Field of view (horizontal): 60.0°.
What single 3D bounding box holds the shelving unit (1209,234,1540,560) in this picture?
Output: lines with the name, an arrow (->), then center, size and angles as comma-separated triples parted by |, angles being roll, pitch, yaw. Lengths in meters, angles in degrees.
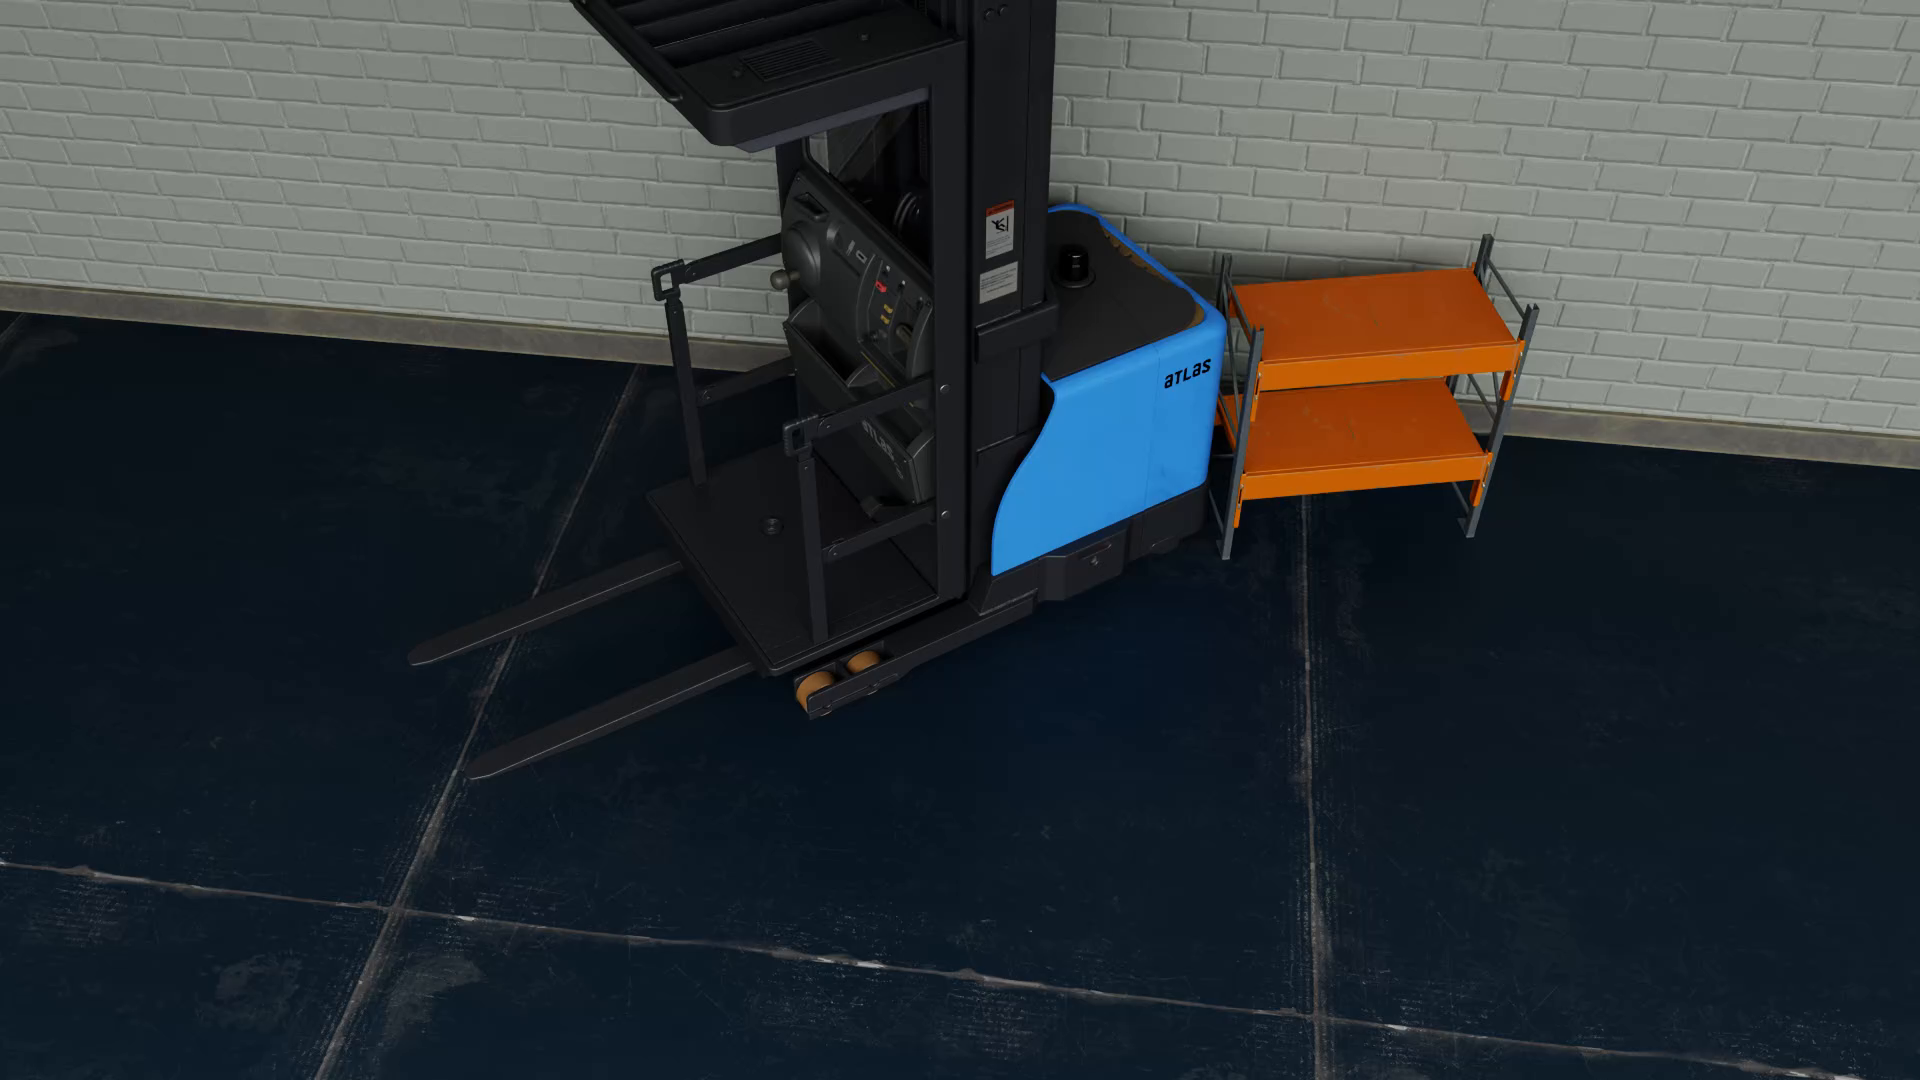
shelving unit -> 1.538, -0.545, 6.507 | 1.048, 1.125, 0.538 | -5, 44, -5

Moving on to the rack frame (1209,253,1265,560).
rack frame -> 1.034, -0.500, 6.460 | 0.032, 1.125, 0.500 | -5, 44, -5

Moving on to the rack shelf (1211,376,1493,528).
rack shelf -> 1.538, -0.367, 6.675 | 1.000, 0.278, 0.538 | -5, 44, -5

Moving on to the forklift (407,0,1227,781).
forklift -> -0.531, -0.839, 5.504 | 3.031, 2.935, 1.130 | -23, 48, -22

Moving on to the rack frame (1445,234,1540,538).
rack frame -> 2.042, -0.589, 6.554 | 0.032, 1.125, 0.500 | -5, 44, -5

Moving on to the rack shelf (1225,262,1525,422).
rack shelf -> 1.538, -0.757, 6.306 | 1.000, 0.278, 0.538 | -5, 44, -5
